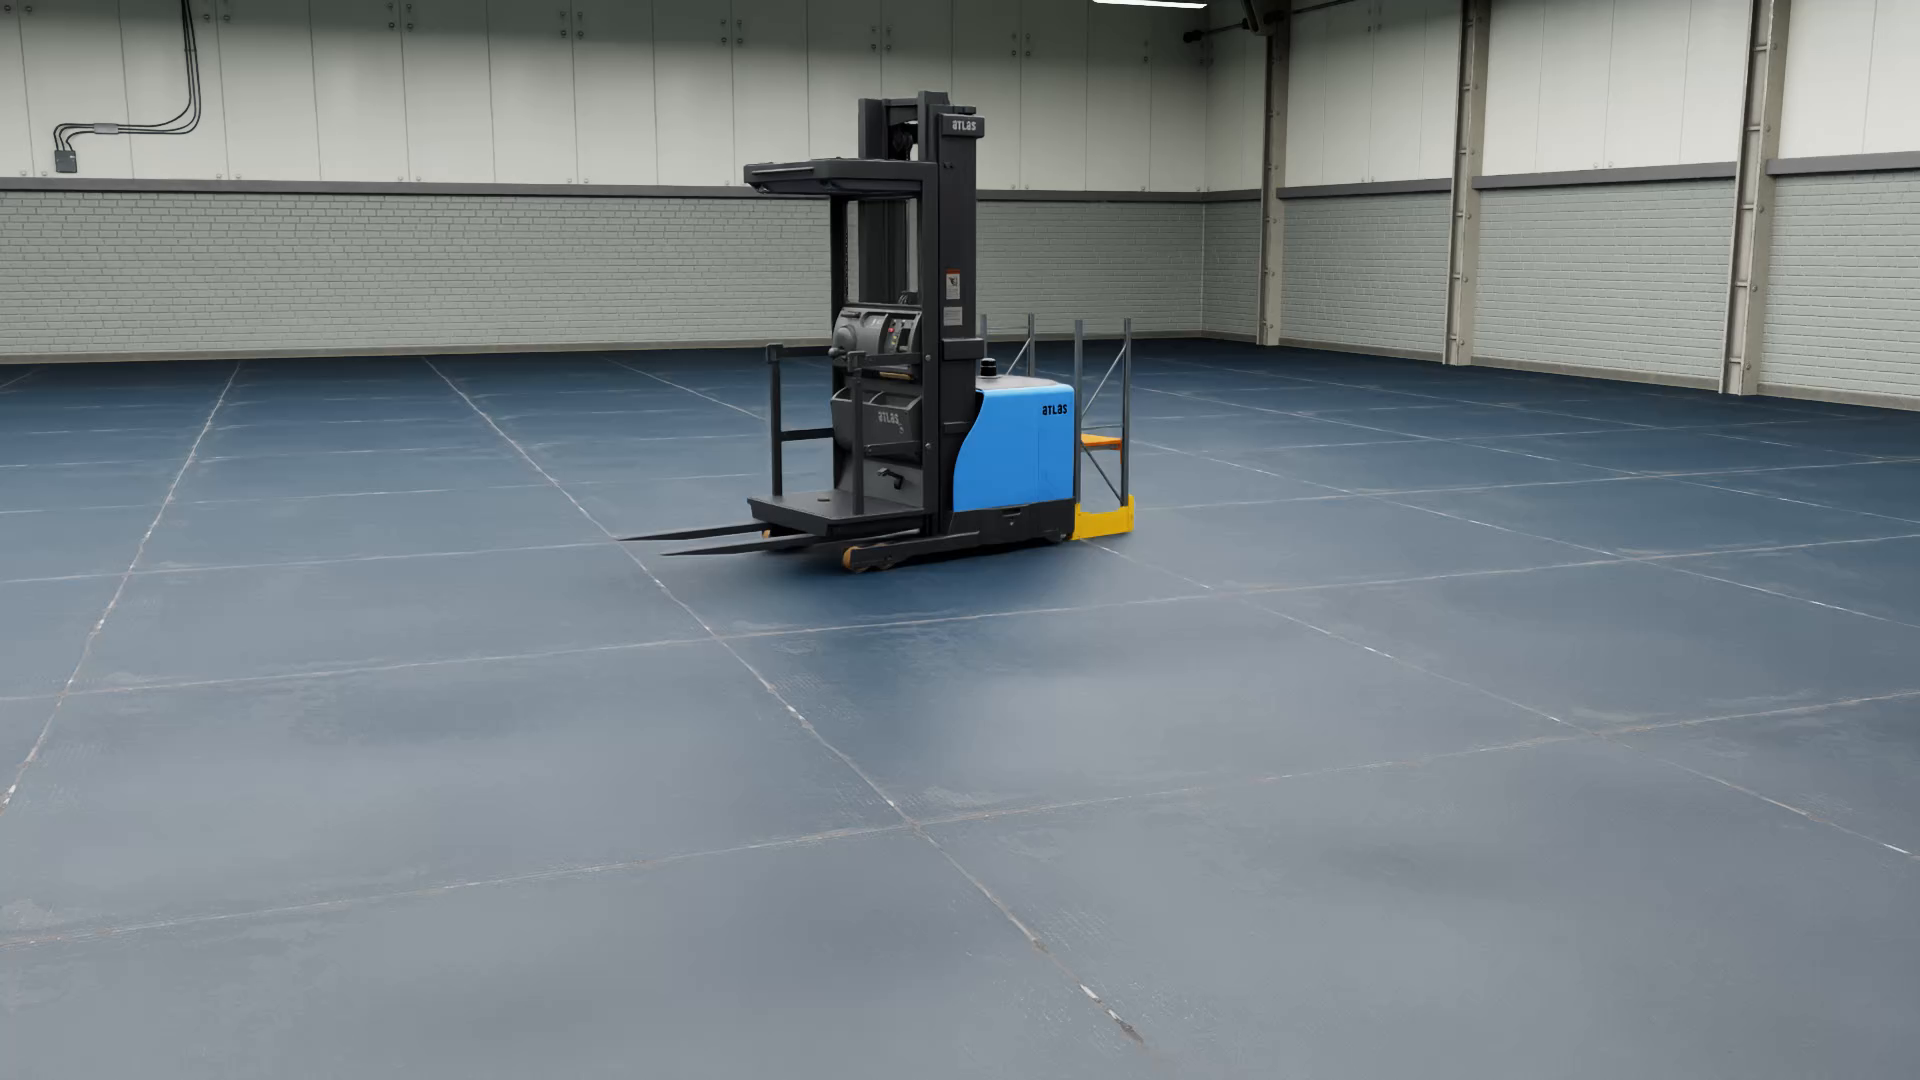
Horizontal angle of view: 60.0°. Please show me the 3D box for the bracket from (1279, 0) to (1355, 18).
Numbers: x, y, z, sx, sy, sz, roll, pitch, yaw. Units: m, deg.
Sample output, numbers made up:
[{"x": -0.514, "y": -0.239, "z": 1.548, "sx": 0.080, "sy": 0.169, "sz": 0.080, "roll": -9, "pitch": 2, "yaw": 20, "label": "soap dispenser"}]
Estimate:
[{"x": 6.982, "y": -9.639, "z": 29.635, "sx": 0.076, "sy": 0.066, "sz": 4.783, "roll": -4, "pitch": 11, "yaw": -21, "label": "bracket"}]

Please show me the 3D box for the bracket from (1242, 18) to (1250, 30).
[{"x": 5.748, "y": -10.195, "z": 32.761, "sx": 0.235, "sy": 0.232, "sz": 0.430, "roll": -4, "pitch": 11, "yaw": -21, "label": "bracket"}]

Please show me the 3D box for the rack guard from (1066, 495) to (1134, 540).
[{"x": 0.981, "y": -0.161, "z": 11.611, "sx": 0.587, "sy": 0.250, "sz": 0.087, "roll": -8, "pitch": 13, "yaw": -38, "label": "rack guard"}]

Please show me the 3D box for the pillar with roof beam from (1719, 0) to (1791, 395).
[{"x": 6.565, "y": -6.146, "z": 20.275, "sx": 9.100, "sy": 9.000, "sz": 0.400, "roll": -4, "pitch": 11, "yaw": -21, "label": "pillar with roof beam"}]

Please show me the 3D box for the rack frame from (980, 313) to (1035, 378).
[{"x": 0.348, "y": -0.915, "z": 12.283, "sx": 0.500, "sy": 1.500, "sz": 0.032, "roll": -8, "pitch": 13, "yaw": -38, "label": "rack frame"}]

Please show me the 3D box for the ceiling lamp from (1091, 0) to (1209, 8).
[{"x": 3.006, "y": -10.306, "z": 26.996, "sx": 2.000, "sy": 3.185, "sz": 0.800, "roll": -4, "pitch": 11, "yaw": -21, "label": "ceiling lamp"}]

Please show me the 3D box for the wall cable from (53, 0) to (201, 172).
[{"x": -14.111, "y": -9.218, "z": 27.834, "sx": 2.305, "sy": 6.003, "sz": 0.169, "roll": -4, "pitch": 11, "yaw": -21, "label": "wall cable"}]

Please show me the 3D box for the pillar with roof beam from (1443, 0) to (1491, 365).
[{"x": 4.391, "y": -7.125, "z": 25.781, "sx": 9.100, "sy": 9.000, "sz": 0.400, "roll": -4, "pitch": 11, "yaw": -21, "label": "pillar with roof beam"}]

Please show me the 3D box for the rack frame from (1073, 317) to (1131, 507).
[{"x": 0.981, "y": -0.776, "z": 11.501, "sx": 0.500, "sy": 1.500, "sz": 0.032, "roll": -8, "pitch": 13, "yaw": -38, "label": "rack frame"}]

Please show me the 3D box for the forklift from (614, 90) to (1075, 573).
[{"x": -0.706, "y": -1.344, "z": 10.604, "sx": 3.031, "sy": 2.935, "sz": 1.130, "roll": -7, "pitch": 12, "yaw": -36, "label": "forklift"}]

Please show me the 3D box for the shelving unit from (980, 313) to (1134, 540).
[{"x": 0.670, "y": -0.844, "z": 11.885, "sx": 0.587, "sy": 1.500, "sz": 1.083, "roll": -8, "pitch": 13, "yaw": -38, "label": "shelving unit"}]

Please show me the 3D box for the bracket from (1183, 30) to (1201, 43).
[{"x": 4.889, "y": -10.582, "z": 34.936, "sx": 0.235, "sy": 0.232, "sz": 0.430, "roll": -4, "pitch": 11, "yaw": -21, "label": "bracket"}]

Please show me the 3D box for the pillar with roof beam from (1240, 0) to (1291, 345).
[{"x": 2.216, "y": -8.104, "z": 31.286, "sx": 9.100, "sy": 9.000, "sz": 0.548, "roll": -4, "pitch": 11, "yaw": -21, "label": "pillar with roof beam"}]

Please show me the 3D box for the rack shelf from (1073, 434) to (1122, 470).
[{"x": 0.665, "y": -0.669, "z": 11.924, "sx": 0.538, "sy": 0.185, "sz": 1.000, "roll": -8, "pitch": 13, "yaw": -38, "label": "rack shelf"}]

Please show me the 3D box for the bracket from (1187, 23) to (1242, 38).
[{"x": 5.103, "y": -10.485, "z": 34.394, "sx": 0.076, "sy": 0.066, "sz": 3.189, "roll": -4, "pitch": 11, "yaw": -21, "label": "bracket"}]

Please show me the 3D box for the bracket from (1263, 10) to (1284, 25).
[{"x": 6.048, "y": -10.060, "z": 32.000, "sx": 0.235, "sy": 0.232, "sz": 0.430, "roll": -4, "pitch": 11, "yaw": -21, "label": "bracket"}]
